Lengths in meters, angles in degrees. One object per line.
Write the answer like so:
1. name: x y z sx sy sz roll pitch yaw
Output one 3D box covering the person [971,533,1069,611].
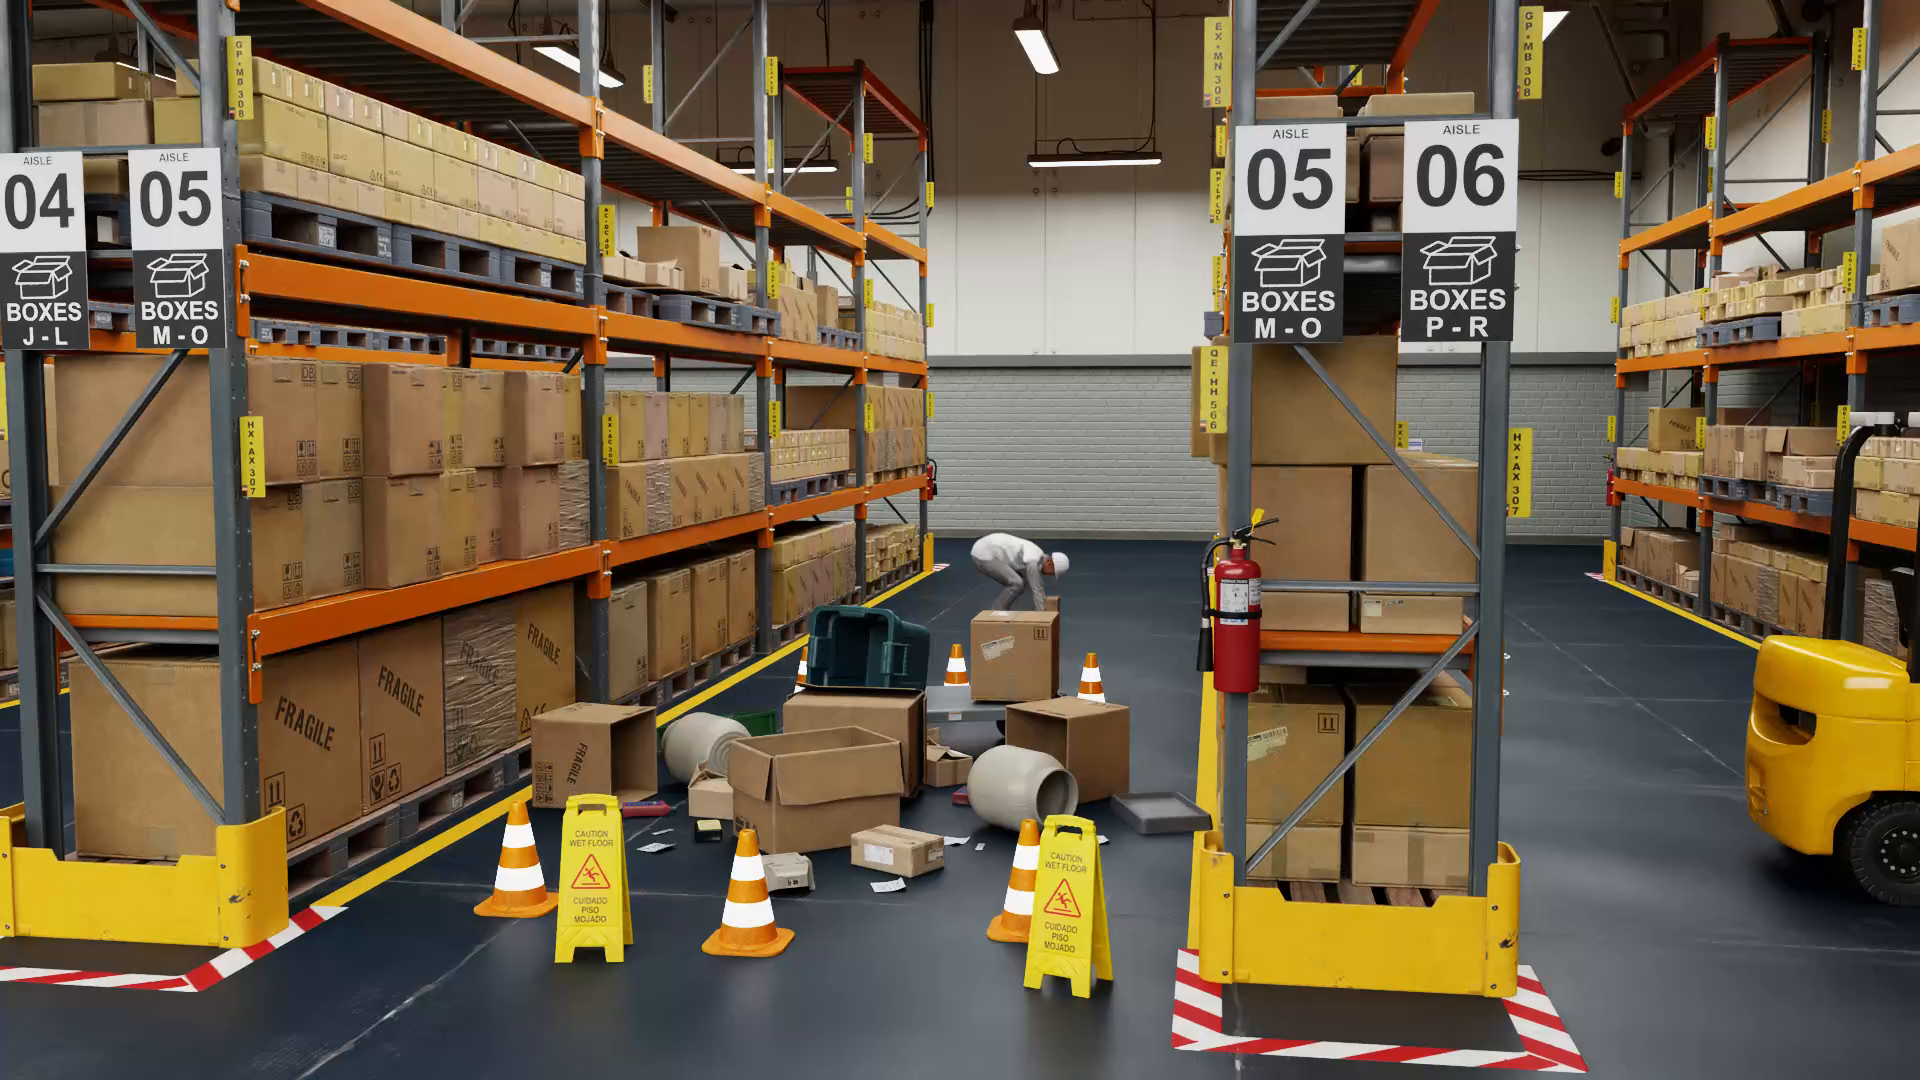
1. person: 0.611 0.391 16.933 0.999 0.924 0.518 0 4 6
